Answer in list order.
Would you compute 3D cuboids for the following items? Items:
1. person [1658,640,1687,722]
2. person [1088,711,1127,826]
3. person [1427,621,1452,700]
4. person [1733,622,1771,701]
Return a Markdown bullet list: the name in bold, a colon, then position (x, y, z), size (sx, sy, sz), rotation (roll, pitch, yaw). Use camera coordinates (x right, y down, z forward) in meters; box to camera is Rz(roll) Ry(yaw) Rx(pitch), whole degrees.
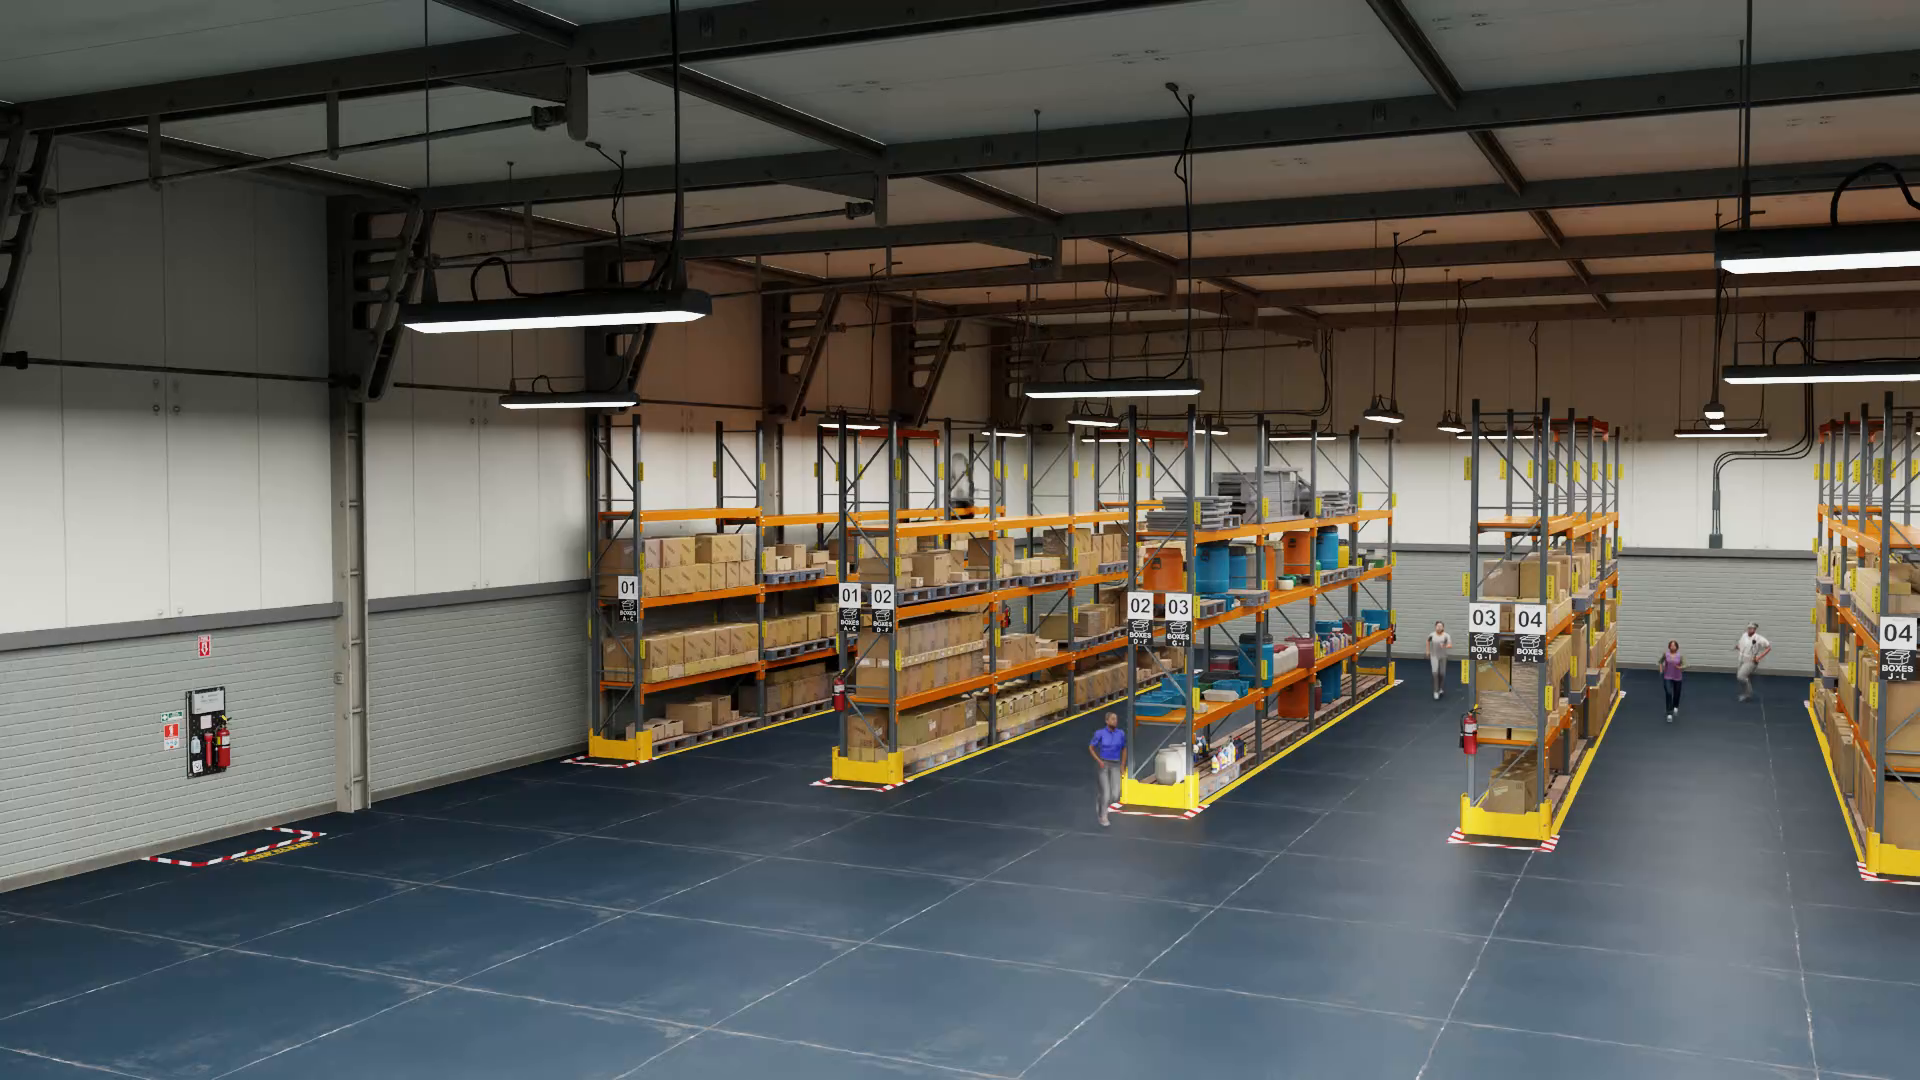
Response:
- **person**: position (14.311, 2.808, 33.399), size (0.535, 1.591, 0.889), rotation (1, 3, 21)
- **person**: position (2.112, 3.239, 23.679), size (0.592, 1.606, 0.565), rotation (-1, 2, -18)
- **person**: position (10.608, 2.641, 36.825), size (0.537, 1.715, 0.827), rotation (1, 2, 15)
- **person**: position (17.192, 2.661, 36.233), size (0.694, 1.790, 0.666), rotation (-1, 2, -17)
